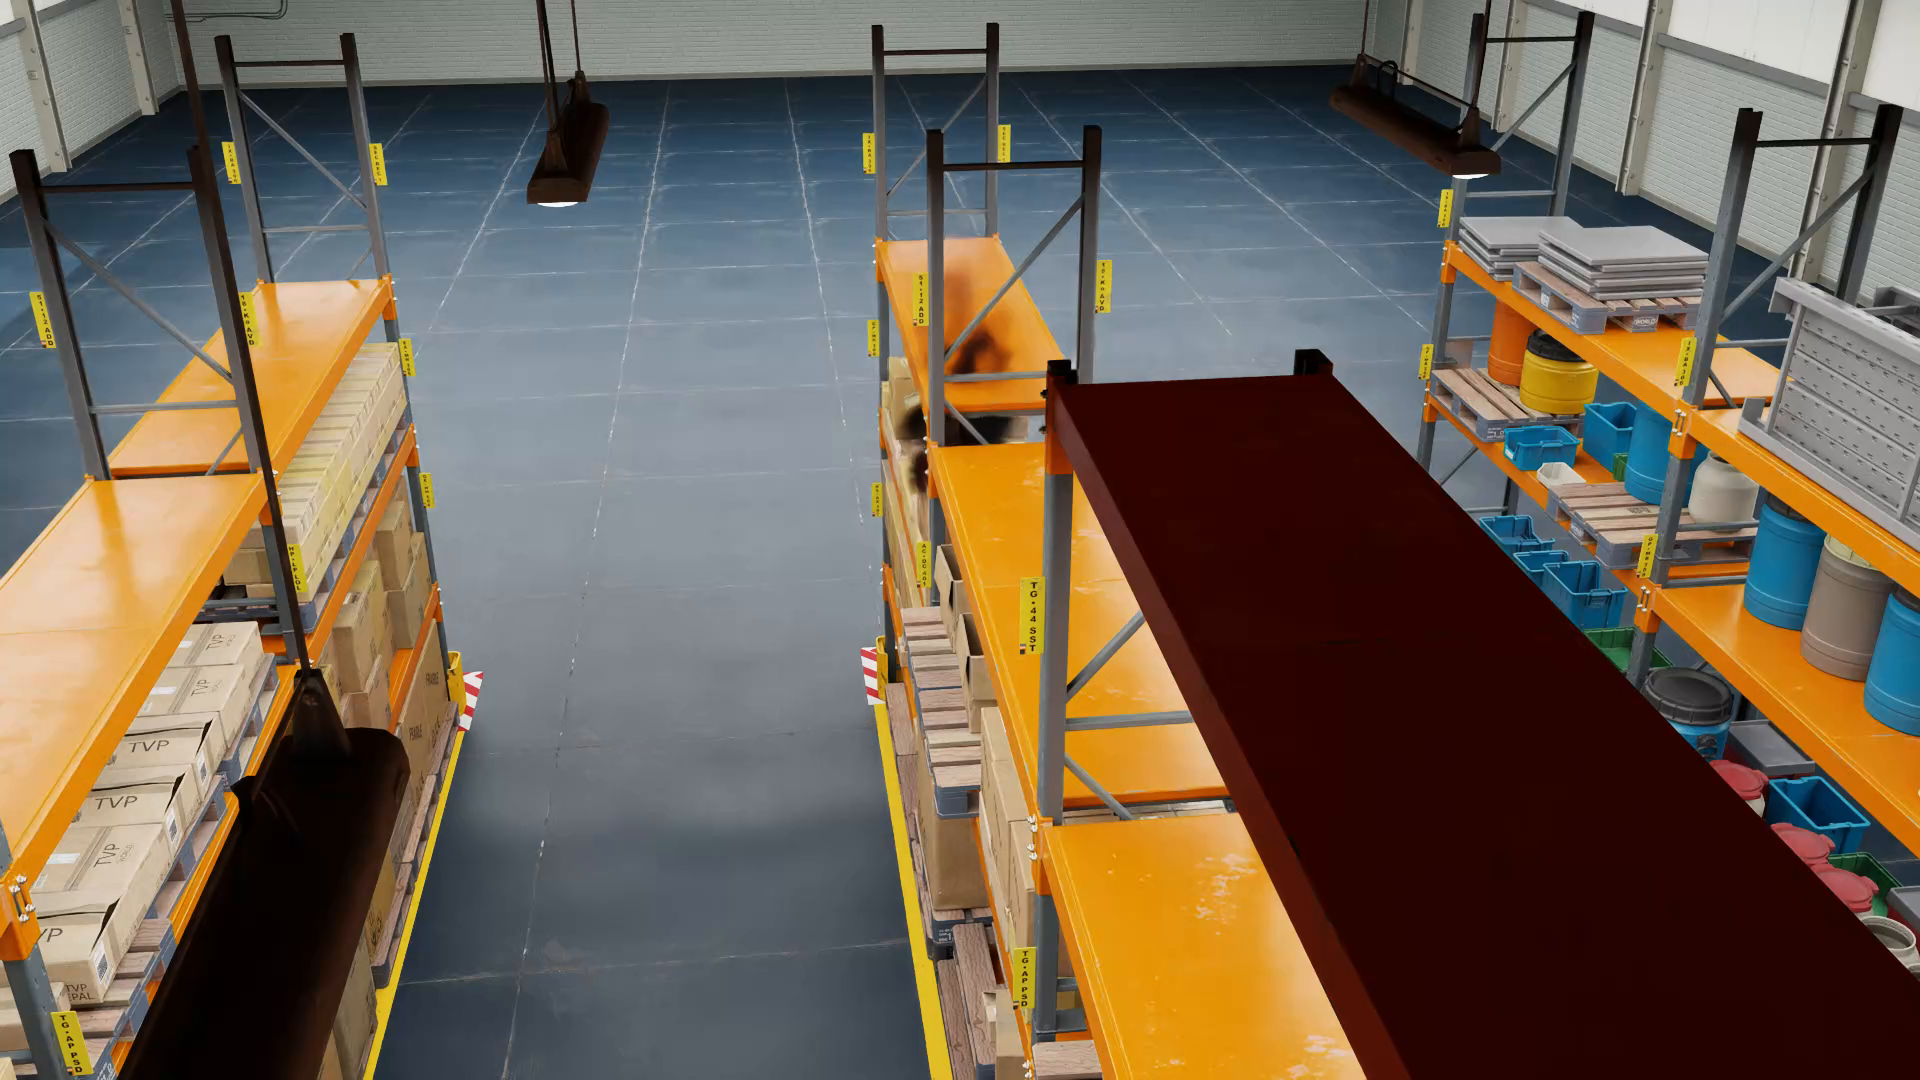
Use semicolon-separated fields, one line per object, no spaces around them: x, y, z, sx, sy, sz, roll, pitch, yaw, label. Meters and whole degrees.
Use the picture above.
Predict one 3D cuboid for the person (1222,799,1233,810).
2.141;1.841;12.553;0.664;1.835;0.775;-8;27;-16;person
